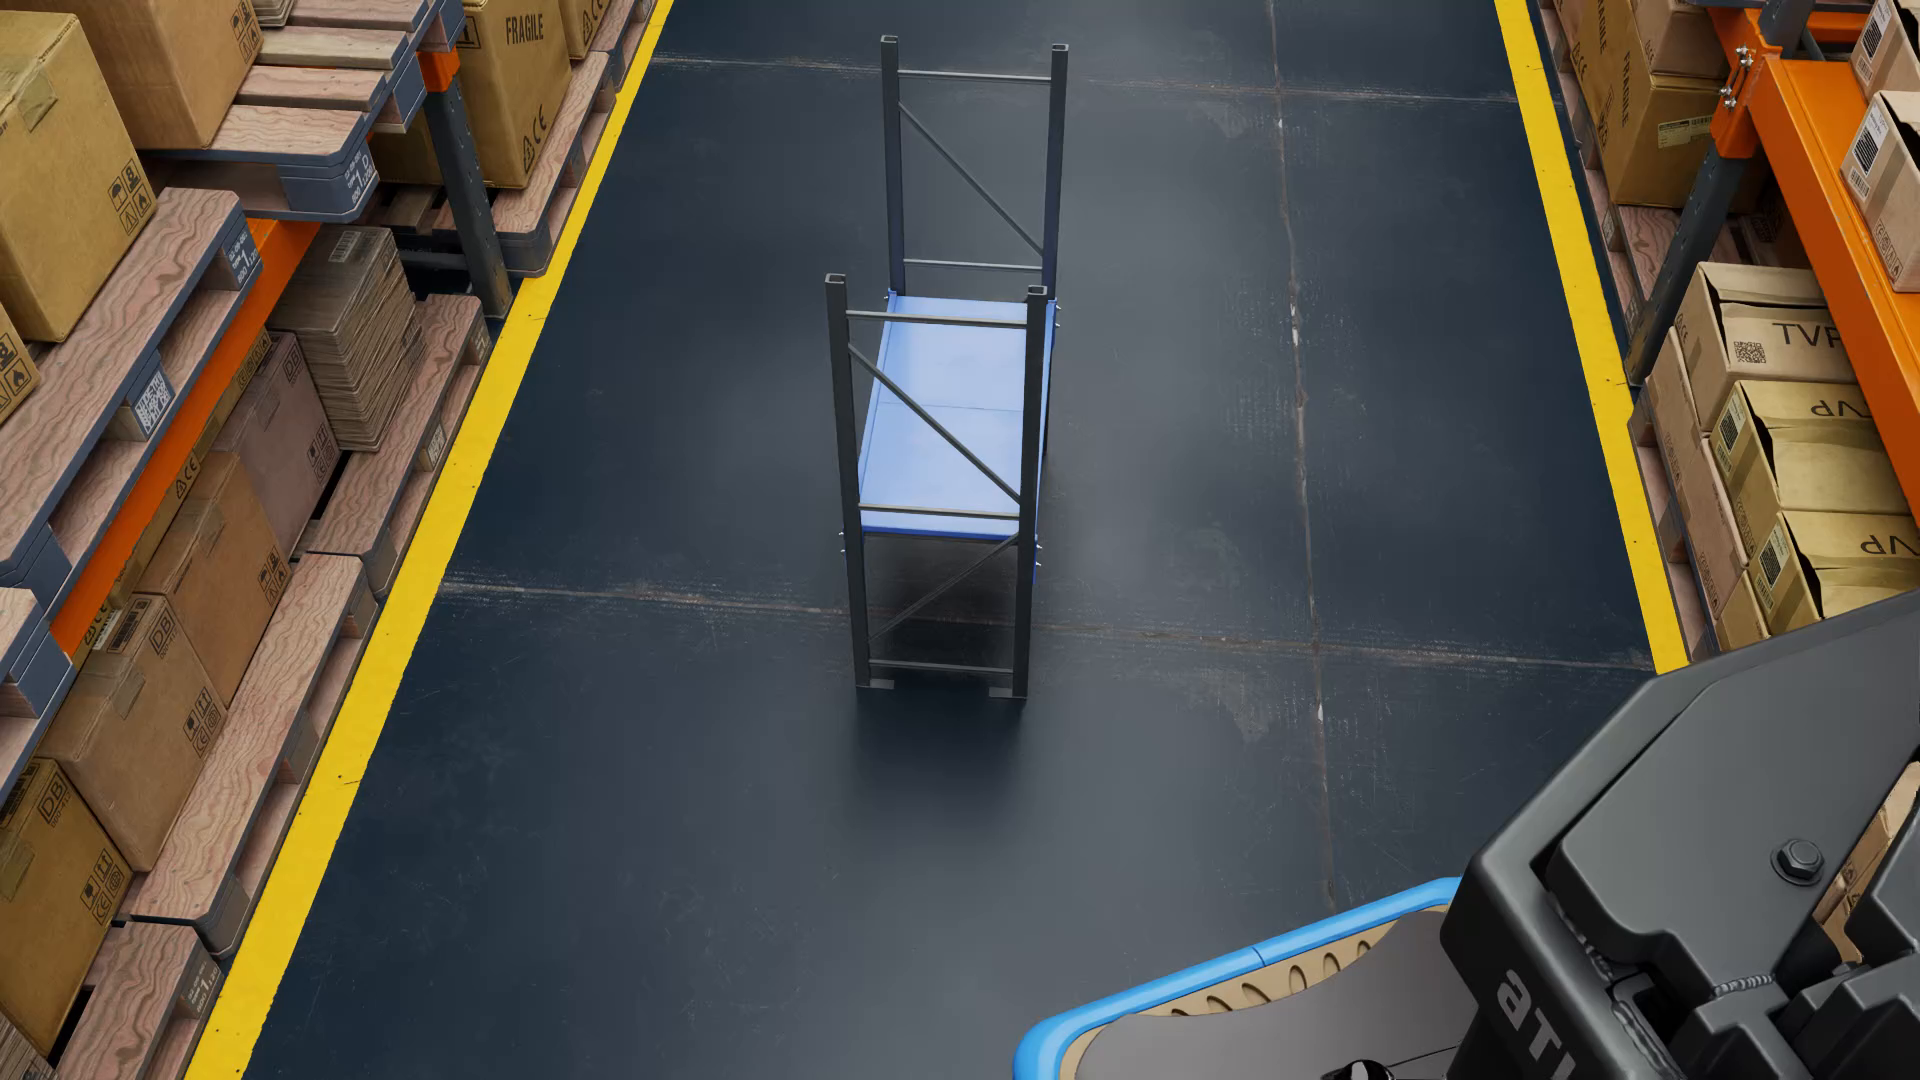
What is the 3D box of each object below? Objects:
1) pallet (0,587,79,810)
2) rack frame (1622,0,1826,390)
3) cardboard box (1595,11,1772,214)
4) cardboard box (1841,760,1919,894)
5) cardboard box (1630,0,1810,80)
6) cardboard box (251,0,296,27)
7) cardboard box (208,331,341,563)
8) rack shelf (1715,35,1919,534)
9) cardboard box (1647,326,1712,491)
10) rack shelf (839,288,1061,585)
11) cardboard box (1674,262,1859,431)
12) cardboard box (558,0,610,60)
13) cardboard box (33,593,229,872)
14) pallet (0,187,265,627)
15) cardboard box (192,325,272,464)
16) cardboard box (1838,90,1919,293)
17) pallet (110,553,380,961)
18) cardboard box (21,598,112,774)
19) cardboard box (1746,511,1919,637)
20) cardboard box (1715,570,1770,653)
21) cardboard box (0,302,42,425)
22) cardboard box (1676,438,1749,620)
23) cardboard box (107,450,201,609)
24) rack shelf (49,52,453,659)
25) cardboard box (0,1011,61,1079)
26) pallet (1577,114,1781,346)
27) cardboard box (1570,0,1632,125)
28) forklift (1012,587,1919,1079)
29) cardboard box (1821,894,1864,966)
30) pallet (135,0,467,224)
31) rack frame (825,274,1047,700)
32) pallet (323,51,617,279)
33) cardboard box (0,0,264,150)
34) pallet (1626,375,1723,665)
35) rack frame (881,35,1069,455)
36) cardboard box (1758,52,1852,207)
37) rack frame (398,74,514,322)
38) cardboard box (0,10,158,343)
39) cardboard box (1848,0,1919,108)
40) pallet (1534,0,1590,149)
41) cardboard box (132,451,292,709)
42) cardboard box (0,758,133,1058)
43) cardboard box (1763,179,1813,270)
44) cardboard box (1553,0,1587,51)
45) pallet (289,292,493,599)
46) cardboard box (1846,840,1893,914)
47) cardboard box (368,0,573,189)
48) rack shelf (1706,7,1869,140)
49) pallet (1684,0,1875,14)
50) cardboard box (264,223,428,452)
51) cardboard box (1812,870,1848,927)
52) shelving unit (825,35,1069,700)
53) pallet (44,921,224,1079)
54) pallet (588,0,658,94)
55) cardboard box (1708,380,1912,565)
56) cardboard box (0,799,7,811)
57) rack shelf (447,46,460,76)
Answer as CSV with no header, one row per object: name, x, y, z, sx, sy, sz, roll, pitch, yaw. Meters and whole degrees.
pallet,-2.276,0.576,2.820,1.003,0.211,1.213,4,48,4
rack frame,2.807,-1.546,4.631,1.000,3.000,0.127,4,48,4
cardboard box,2.659,-1.554,6.034,0.500,0.500,0.500,6,48,5
cardboard box,2.333,0.555,3.908,0.500,0.311,0.500,3,48,3
cardboard box,2.660,-1.848,5.795,0.500,0.250,0.500,6,48,5
cardboard box,-2.159,-1.712,4.417,0.700,0.500,0.500,-1,48,-1
cardboard box,-2.303,-0.278,4.867,0.700,0.500,0.500,4,48,3
rack shelf,2.625,0.167,3.552,1.077,0.370,4.000,4,48,4
cardboard box,2.467,-0.394,5.157,0.500,0.250,0.500,4,48,3
rack shelf,-0.008,-0.322,4.772,0.538,0.185,1.000,4,48,4
cardboard box,2.467,-0.584,4.950,0.500,0.311,0.500,5,48,5
cardboard box,-1.842,-2.467,6.646,0.750,0.750,0.750,4,48,3
cardboard box,-2.356,0.461,4.191,0.700,0.500,0.500,4,48,4
pallet,-2.266,-0.354,3.671,1.003,0.211,1.213,4,48,4
cardboard box,-2.254,-0.487,4.550,0.500,0.250,0.500,5,48,4
cardboard box,2.533,-0.872,4.075,0.500,0.311,0.500,3,48,3
pallet,-2.313,0.533,4.619,1.003,0.211,1.213,4,48,4
cardboard box,-2.360,0.257,3.870,0.500,0.250,0.500,3,48,2
cardboard box,2.379,0.178,4.254,0.500,0.311,0.500,3,48,2
cardboard box,2.381,0.357,4.469,0.500,0.250,0.500,3,48,2
cardboard box,-2.323,-0.387,3.205,0.700,0.500,0.500,10,48,9
cardboard box,2.422,-0.025,4.819,0.500,0.250,0.500,3,48,2
cardboard box,-2.296,-0.109,4.204,0.500,0.250,0.500,4,48,3
rack shelf,-2.308,-0.164,3.854,1.077,0.370,4.000,4,48,4
cardboard box,-2.440,1.216,3.501,0.700,0.500,0.500,5,48,5
pallet,2.913,-1.151,6.159,1.003,0.211,1.213,4,48,4
cardboard box,2.706,-1.934,6.382,0.500,0.500,0.500,2,48,2
forklift,1.073,1.516,1.877,1.130,2.935,3.031,-16,49,-14
cardboard box,2.286,1.108,3.783,0.500,0.250,0.500,5,48,4
pallet,-2.085,-1.281,4.518,1.213,0.211,1.003,4,48,4
rack frame,-0.054,-0.070,4.298,0.500,1.500,0.032,4,48,4
pallet,-1.979,-1.509,6.487,1.003,0.211,1.213,4,48,4
cardboard box,-2.183,-1.300,4.040,0.700,0.500,0.500,0,48,0
pallet,2.693,-0.002,5.109,1.003,0.211,1.213,4,48,4
rack frame,0.039,-0.817,4.981,0.500,1.500,0.032,4,48,4
cardboard box,3.175,-1.551,6.032,0.500,0.500,0.500,2,48,2
rack frame,-2.126,-1.876,4.933,1.000,3.000,0.127,4,48,4
cardboard box,-2.250,-0.795,3.579,0.700,0.500,0.500,4,48,4
cardboard box,2.731,-1.251,4.422,0.500,0.311,0.500,7,48,6
pallet,3.027,-2.045,6.977,1.003,0.211,1.213,4,48,4
cardboard box,-2.320,0.089,4.531,0.700,0.500,0.500,4,48,3
cardboard box,-2.443,0.833,3.851,0.700,0.500,0.500,3,48,3
cardboard box,3.133,-1.166,5.679,0.500,0.500,0.500,6,48,5
cardboard box,2.748,-2.320,6.735,0.500,0.500,0.500,2,48,2
pallet,-2.199,-0.361,5.437,1.003,0.211,1.213,4,48,4
cardboard box,2.283,0.924,3.571,0.500,0.311,0.500,4,48,3
cardboard box,-1.929,-1.824,6.058,0.750,0.750,0.750,3,48,3
rack shelf,2.989,-2.773,6.241,1.077,0.370,4.000,4,48,4
pallet,2.799,-1.984,5.162,1.213,0.211,1.003,4,48,4
cardboard box,-2.140,-0.648,5.206,0.700,0.500,0.500,4,48,4
cardboard box,2.334,0.734,4.124,0.500,0.250,0.500,5,48,4
shelving unit,-0.008,-0.443,4.639,0.538,1.500,1.048,4,48,4
pallet,-2.421,1.432,3.797,1.003,0.211,1.213,4,48,4
pallet,-1.866,-2.403,7.305,1.003,0.211,1.213,4,48,4
cardboard box,2.428,-0.197,4.596,0.500,0.311,0.500,3,48,3
cardboard box,-2.404,0.639,3.520,0.500,0.250,0.500,3,48,3
rack shelf,-1.944,-3.103,6.543,1.077,0.370,4.000,4,48,4
